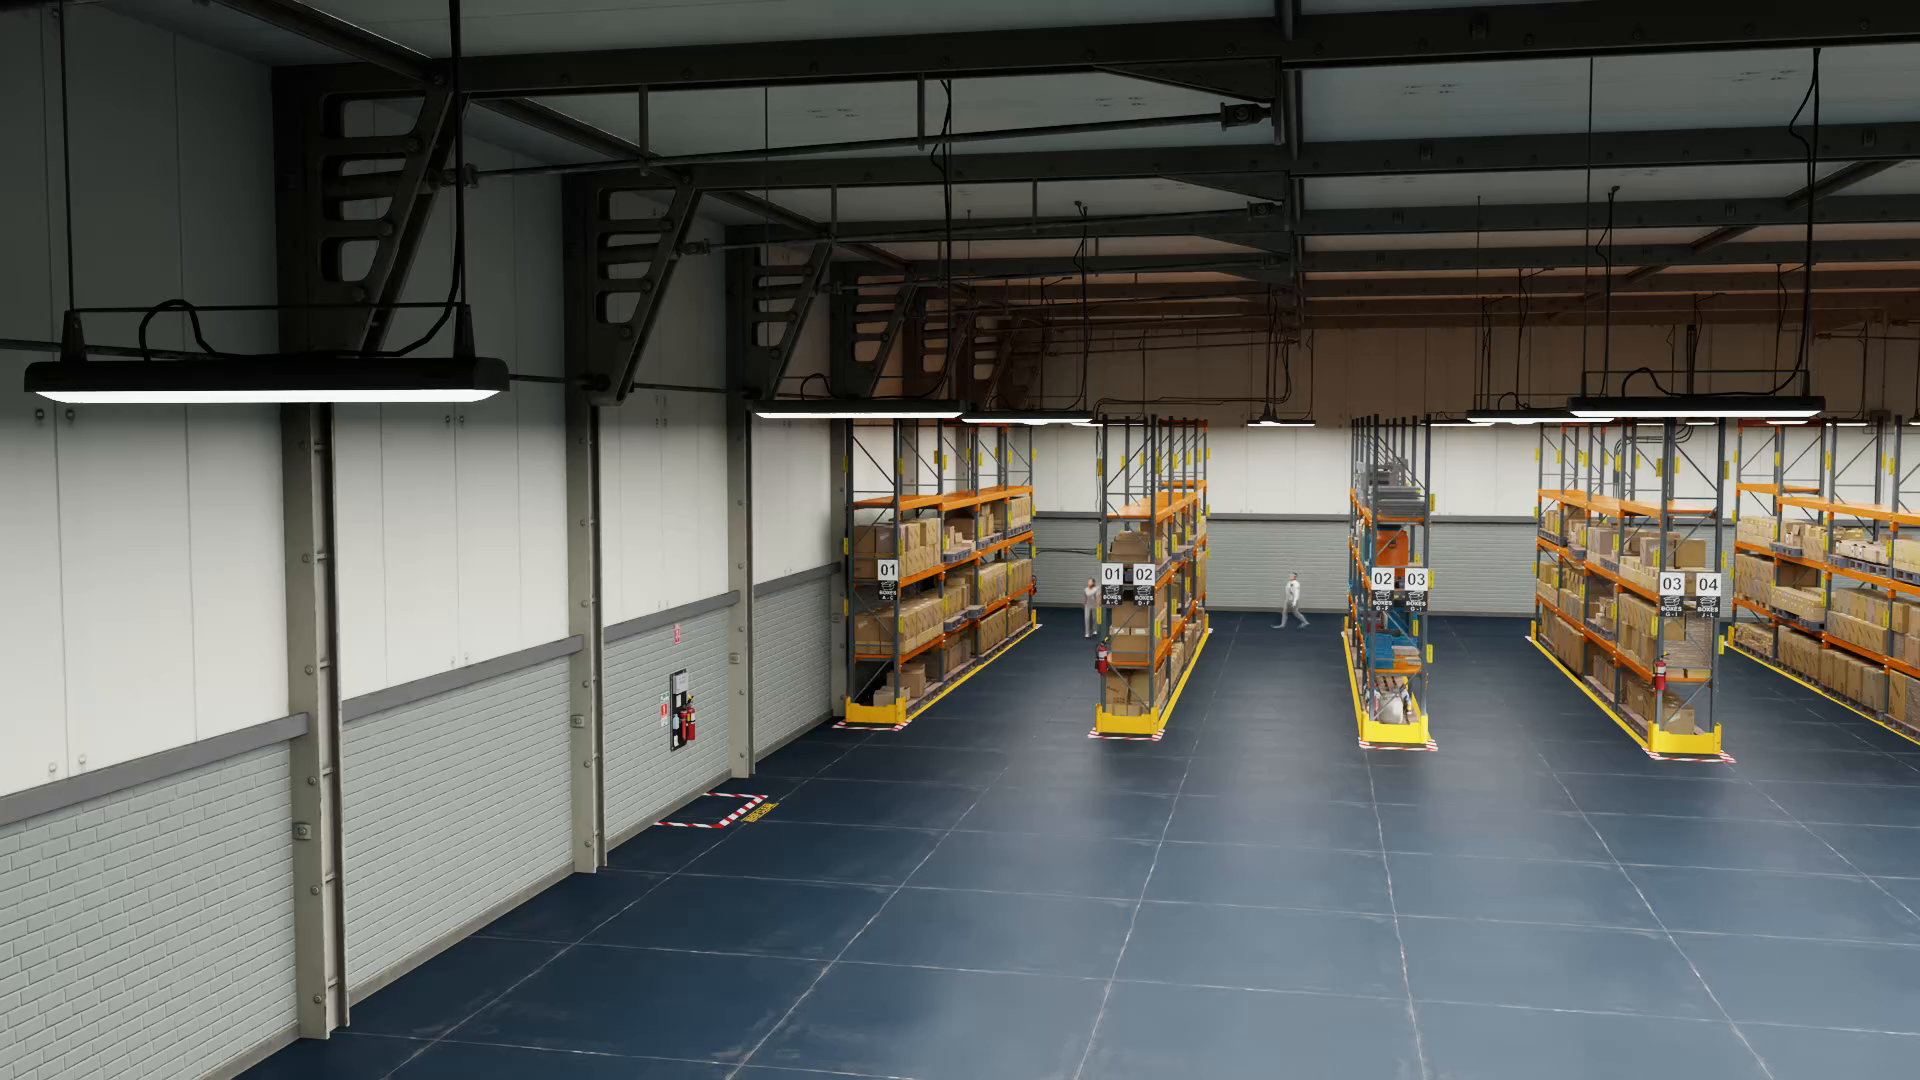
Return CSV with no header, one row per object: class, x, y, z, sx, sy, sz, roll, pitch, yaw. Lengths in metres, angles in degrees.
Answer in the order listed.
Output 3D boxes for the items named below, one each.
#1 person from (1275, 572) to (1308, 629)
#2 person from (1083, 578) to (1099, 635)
person,9.490,1.724,47.589,0.893,1.653,0.536,-1,4,-20
person,3.619,1.830,45.821,0.451,1.566,0.861,1,4,10
